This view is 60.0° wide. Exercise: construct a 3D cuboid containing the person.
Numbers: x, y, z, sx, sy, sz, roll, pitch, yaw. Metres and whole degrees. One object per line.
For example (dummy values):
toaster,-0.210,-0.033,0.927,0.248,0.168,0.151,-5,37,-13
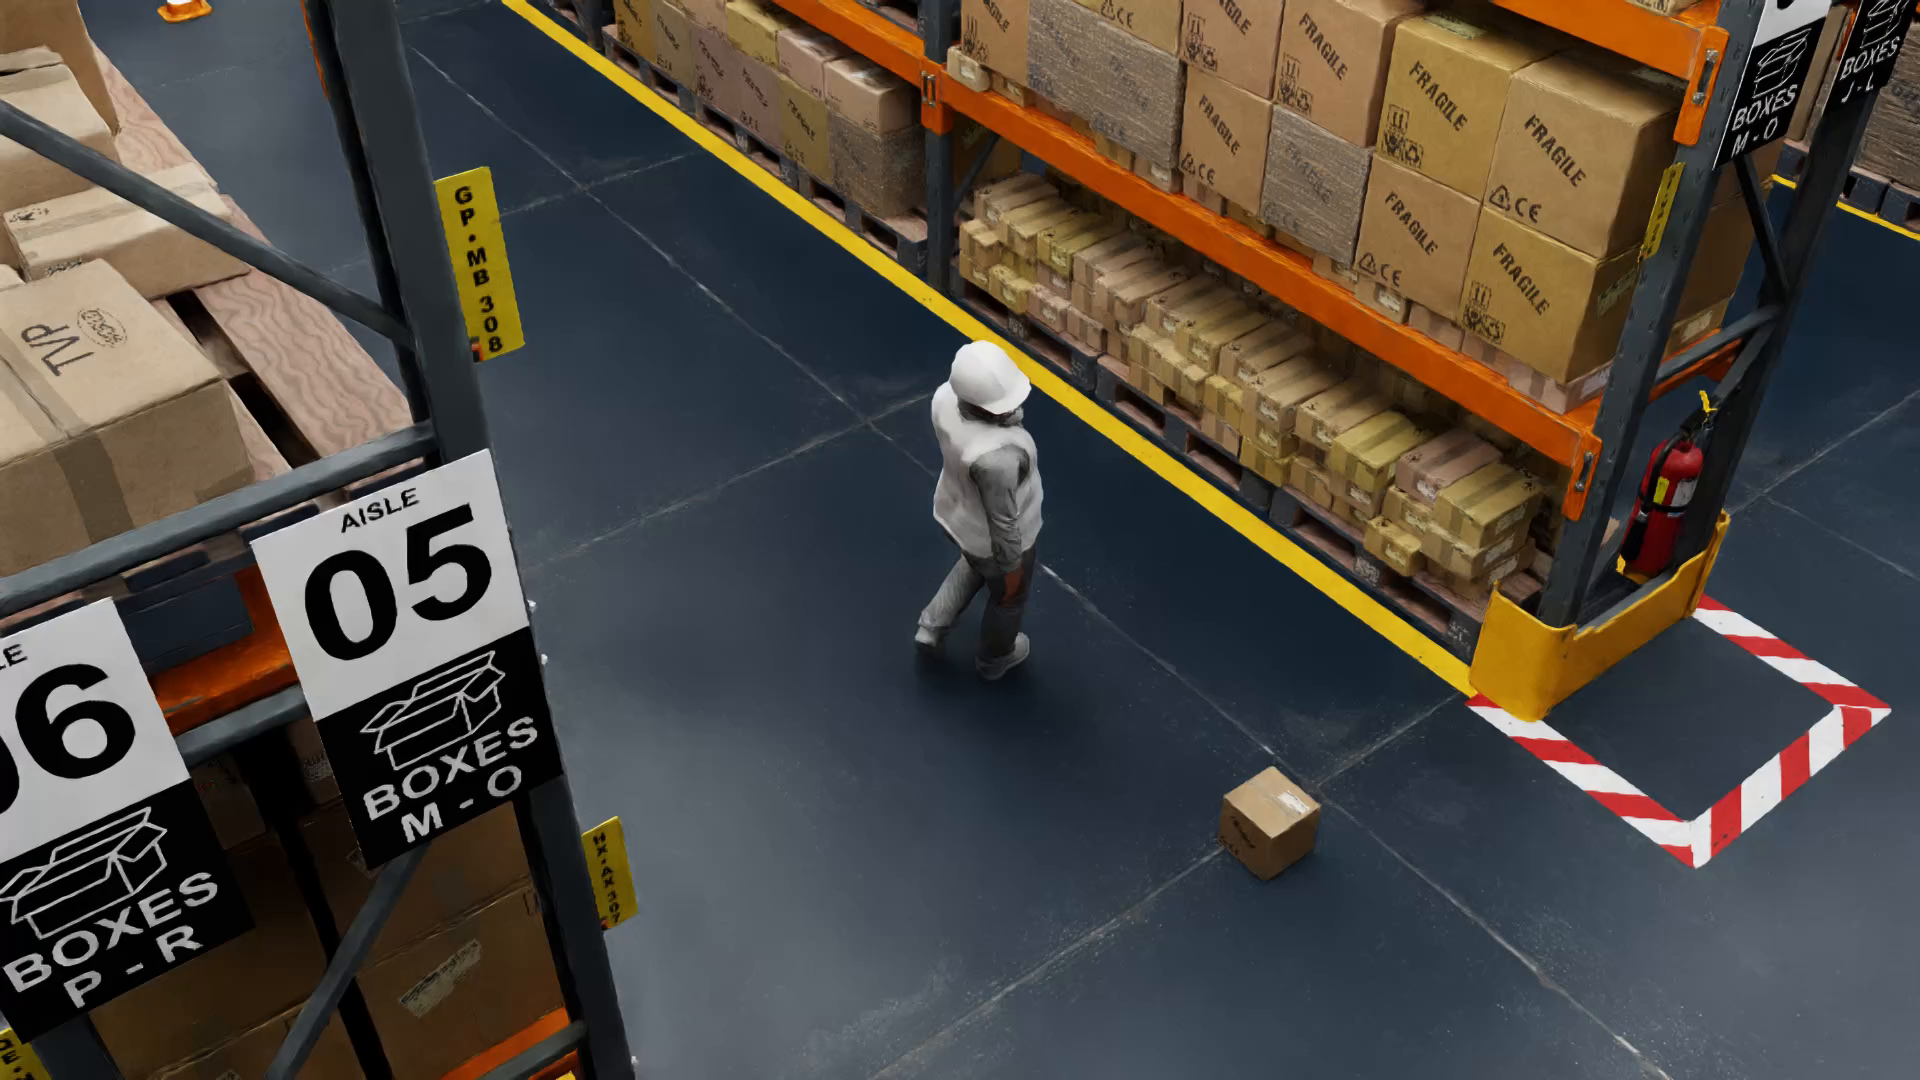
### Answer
person,0.135,-0.078,6.254,0.525,1.748,0.587,-23,45,-25
